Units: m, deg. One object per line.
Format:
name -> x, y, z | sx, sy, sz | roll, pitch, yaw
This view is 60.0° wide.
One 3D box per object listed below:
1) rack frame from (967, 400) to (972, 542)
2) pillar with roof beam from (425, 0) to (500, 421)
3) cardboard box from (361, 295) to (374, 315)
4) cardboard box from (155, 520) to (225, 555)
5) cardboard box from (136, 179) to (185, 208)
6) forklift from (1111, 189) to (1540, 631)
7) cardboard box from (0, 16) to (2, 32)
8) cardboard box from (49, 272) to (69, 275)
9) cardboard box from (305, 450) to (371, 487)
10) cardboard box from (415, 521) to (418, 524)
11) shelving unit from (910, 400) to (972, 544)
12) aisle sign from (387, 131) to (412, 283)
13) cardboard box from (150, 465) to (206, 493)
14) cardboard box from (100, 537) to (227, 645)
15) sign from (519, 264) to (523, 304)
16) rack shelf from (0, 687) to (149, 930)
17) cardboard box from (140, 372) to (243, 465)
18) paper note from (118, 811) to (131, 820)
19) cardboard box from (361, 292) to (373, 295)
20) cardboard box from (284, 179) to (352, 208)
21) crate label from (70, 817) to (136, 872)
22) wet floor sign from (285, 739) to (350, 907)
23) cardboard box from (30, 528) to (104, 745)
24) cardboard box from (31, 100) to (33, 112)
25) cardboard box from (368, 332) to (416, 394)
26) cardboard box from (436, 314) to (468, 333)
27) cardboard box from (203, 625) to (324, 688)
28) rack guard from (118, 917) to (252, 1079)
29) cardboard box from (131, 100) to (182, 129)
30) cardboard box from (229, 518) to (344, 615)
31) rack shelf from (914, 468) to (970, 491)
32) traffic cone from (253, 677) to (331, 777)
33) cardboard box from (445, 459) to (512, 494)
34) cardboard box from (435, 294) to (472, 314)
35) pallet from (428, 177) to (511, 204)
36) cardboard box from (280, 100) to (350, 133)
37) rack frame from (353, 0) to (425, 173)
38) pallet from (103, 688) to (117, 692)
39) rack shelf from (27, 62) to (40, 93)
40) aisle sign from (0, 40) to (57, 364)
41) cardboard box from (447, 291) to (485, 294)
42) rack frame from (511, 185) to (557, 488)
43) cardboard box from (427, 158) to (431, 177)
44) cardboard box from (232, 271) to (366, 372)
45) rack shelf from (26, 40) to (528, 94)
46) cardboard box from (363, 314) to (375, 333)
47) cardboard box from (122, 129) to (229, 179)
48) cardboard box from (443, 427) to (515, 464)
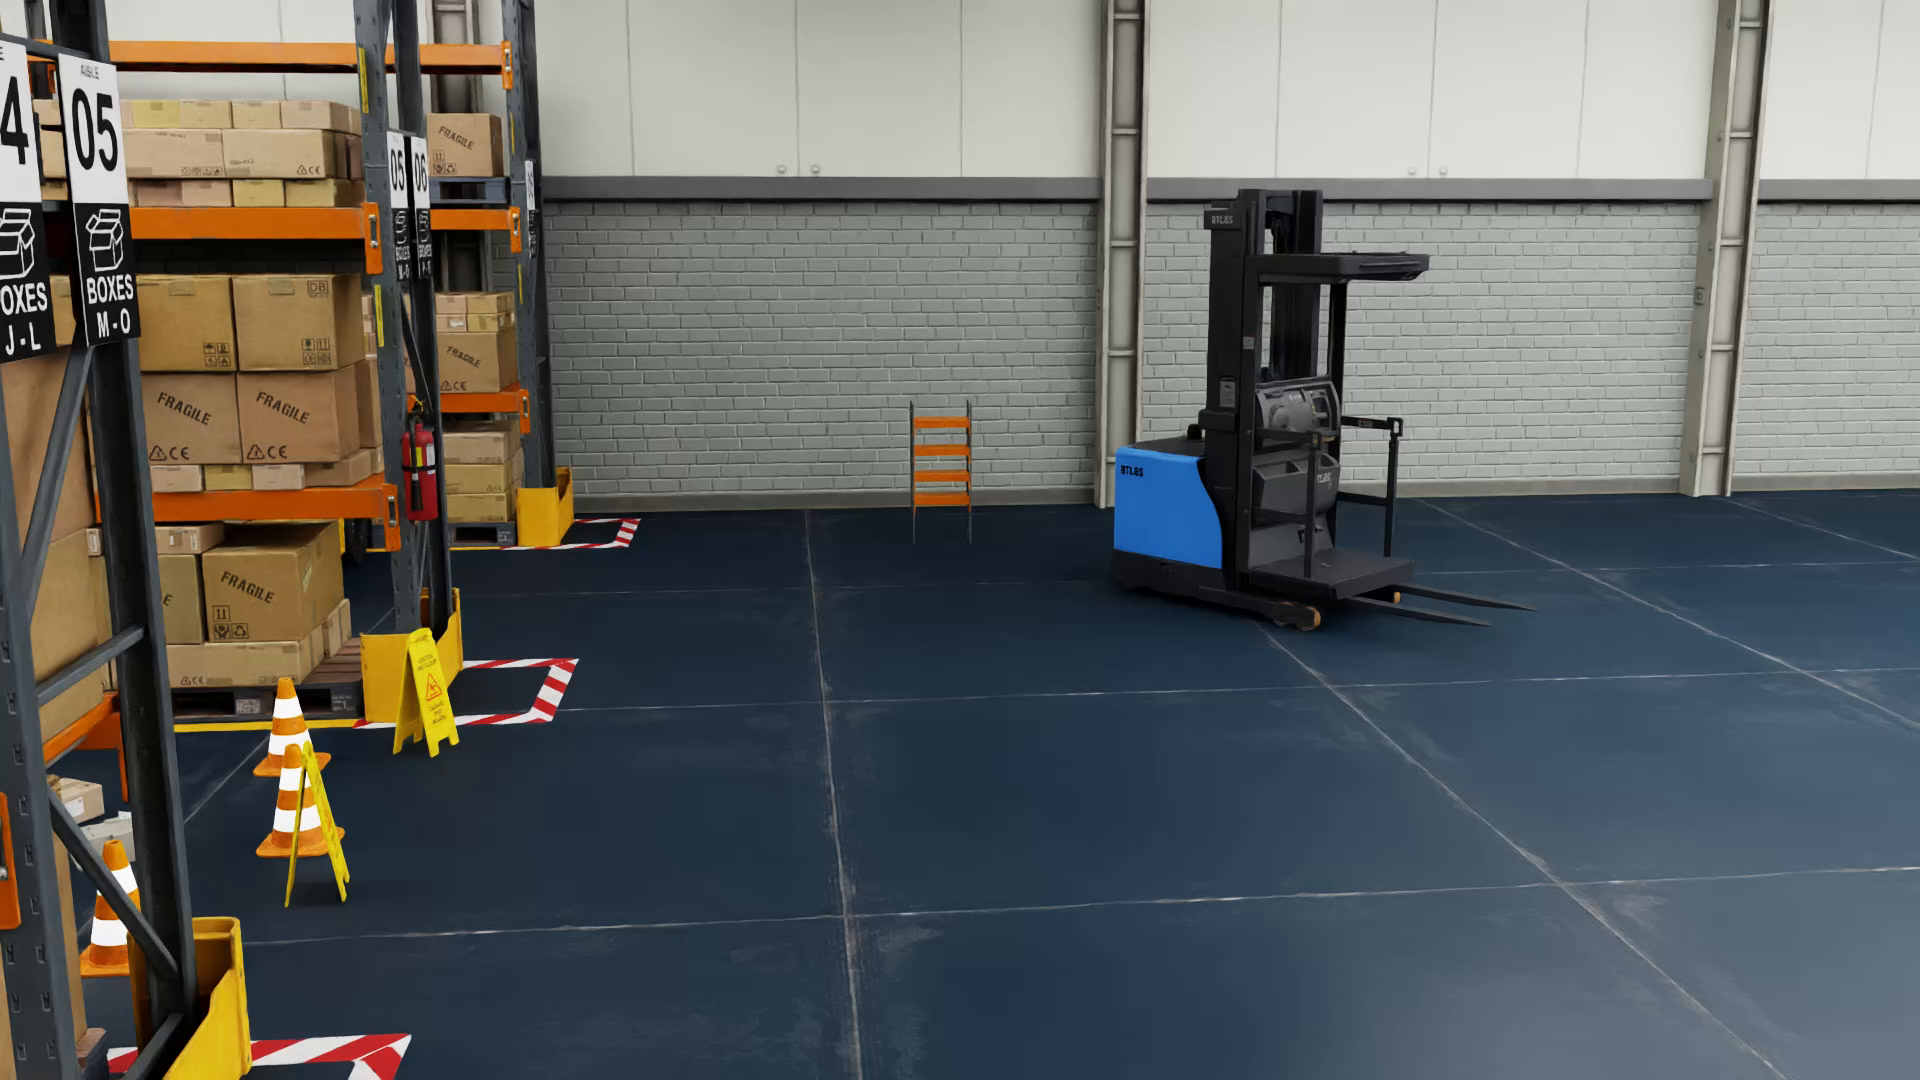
rack frame -> 0.078, -0.590, 14.261 | 0.015, 1.200, 0.240 | -1, 11, -6
pillar with roof beam -> -3.985, -3.802, 10.380 | 0.400, 9.000, 9.100 | -1, 11, -6
cardboard box -> -4.996, -1.952, 13.808 | 0.250, 0.149, 0.380 | -1, 11, -5
cardboard box -> -4.247, -0.030, 9.158 | 0.250, 0.149, 0.380 | -1, 11, -4
cardboard box -> -4.216, -1.858, 8.921 | 0.250, 0.149, 0.380 | -1, 11, -6
forklift -> 2.520, -0.934, 11.521 | 1.130, 2.935, 3.031 | -11, 15, -43
cardboard box -> -2.994, -1.465, 4.539 | 0.500, 0.250, 0.500 | -1, 11, -6
cardboard box -> -5.116, -1.184, 8.991 | 0.500, 0.500, 0.700 | -1, 11, -6
cardboard box -> -3.470, -0.402, 9.287 | 0.250, 0.149, 0.380 | -1, 11, -4
cardboard box -> -4.589, -0.304, 14.176 | 0.500, 0.250, 0.500 | -1, 11, -6
shelving unit -> -0.165, -0.585, 14.235 | 0.503, 1.200, 0.258 | -1, 11, -6
aisle sign -> -3.028, -1.795, 8.984 | 0.004, 0.787, 0.394 | -1, 11, -6
cardboard box -> -4.219, -0.363, 9.089 | 0.250, 0.149, 0.380 | -1, 11, -5
cardboard box -> -4.408, 0.279, 9.266 | 0.500, 0.500, 0.500 | -1, 11, -4
sign -> -3.616, -2.106, 13.688 | 0.005, 0.325, 0.100 | -1, 11, -6
rack shelf -> -4.474, 0.768, 4.551 | 4.000, 0.370, 1.077 | -1, 11, -6
cardboard box -> -4.129, -0.695, 9.098 | 0.500, 0.500, 0.500 | -1, 11, -6
paper note -> -3.846, 1.284, 7.756 | 0.142, 0.019, 0.148 | -5, 12, -26
cardboard box -> -5.049, -2.053, 14.324 | 0.250, 0.149, 0.380 | -1, 11, -4
cardboard box -> -3.446, -1.861, 8.936 | 0.250, 0.149, 0.380 | -1, 11, -6
crate label -> -3.726, 1.321, 7.293 | 0.298, 0.136, 0.250 | -8, 14, -35
wet floor sign -> -2.671, 1.148, 6.855 | 0.232, 0.644, 0.267 | -3, 12, -16
cardboard box -> -2.850, 0.316, 4.596 | 0.550, 0.550, 0.875 | -1, 11, -6
cardboard box -> -4.946, -2.212, 8.650 | 0.250, 0.149, 0.380 | -1, 11, -5
cardboard box -> -4.639, -1.505, 13.989 | 0.500, 0.500, 0.500 | -1, 11, -4
cardboard box -> -4.226, -1.821, 13.915 | 0.250, 0.149, 0.380 | -1, 11, -5
cardboard box -> -3.920, 0.638, 9.386 | 0.500, 0.250, 0.500 | -1, 11, -6
rack guard -> -2.462, 1.599, 4.937 | 0.348, 0.500, 1.175 | -1, 11, -6
cardboard box -> -4.195, -2.248, 8.834 | 0.250, 0.149, 0.380 | -1, 11, -6
cardboard box -> -3.976, 0.166, 9.845 | 0.500, 0.500, 0.500 | -2, 11, -8
rack shelf -> -0.165, -0.519, 14.248 | 0.480, 0.148, 0.258 | -1, 11, -6
traffic cone -> -3.409, 0.927, 8.452 | 0.334, 0.463, 0.336 | -1, 11, -6
cardboard box -> -4.111, -0.558, 14.173 | 0.500, 0.250, 0.500 | -1, 11, -7
cardboard box -> -4.236, -1.980, 13.952 | 0.250, 0.149, 0.380 | -1, 11, -6
pallet -> -4.367, -2.944, 14.023 | 1.213, 0.211, 1.003 | -1, 11, -6
cardboard box -> -3.425, -2.250, 8.846 | 0.250, 0.149, 0.380 | -1, 11, -6
rack frame -> -3.121, -3.518, 8.933 | 0.127, 3.000, 1.000 | -1, 11, -6
pallet -> -5.218, 0.831, 9.595 | 1.213, 0.211, 1.003 | -1, 11, -6
rack shelf -> -9.626, -3.795, 13.247 | 4.000, 0.370, 1.077 | -1, 11, -6
aisle sign -> -2.383, -0.846, 4.158 | 0.004, 0.787, 0.394 | -1, 11, -6
cardboard box -> -4.289, -2.080, 14.458 | 0.250, 0.149, 0.380 | -1, 11, -4
rack frame -> -3.661, -1.526, 14.353 | 0.127, 3.000, 1.000 | -1, 11, -6
cardboard box -> -4.452, -3.054, 13.654 | 0.250, 0.149, 0.380 | -2, 11, -8
cardboard box -> -3.605, -1.207, 9.110 | 0.500, 0.500, 0.700 | -1, 11, -7
rack shelf -> -5.649, -3.879, 13.670 | 4.000, 0.370, 1.077 | -1, 11, -6
cardboard box -> -4.999, -1.810, 13.857 | 0.250, 0.149, 0.380 | -2, 11, -8
cardboard box -> -4.103, -2.048, 8.852 | 0.500, 0.250, 0.500 | -1, 11, -7
cardboard box -> -4.085, -0.804, 14.128 | 0.500, 0.250, 0.500 | -1, 11, -4
